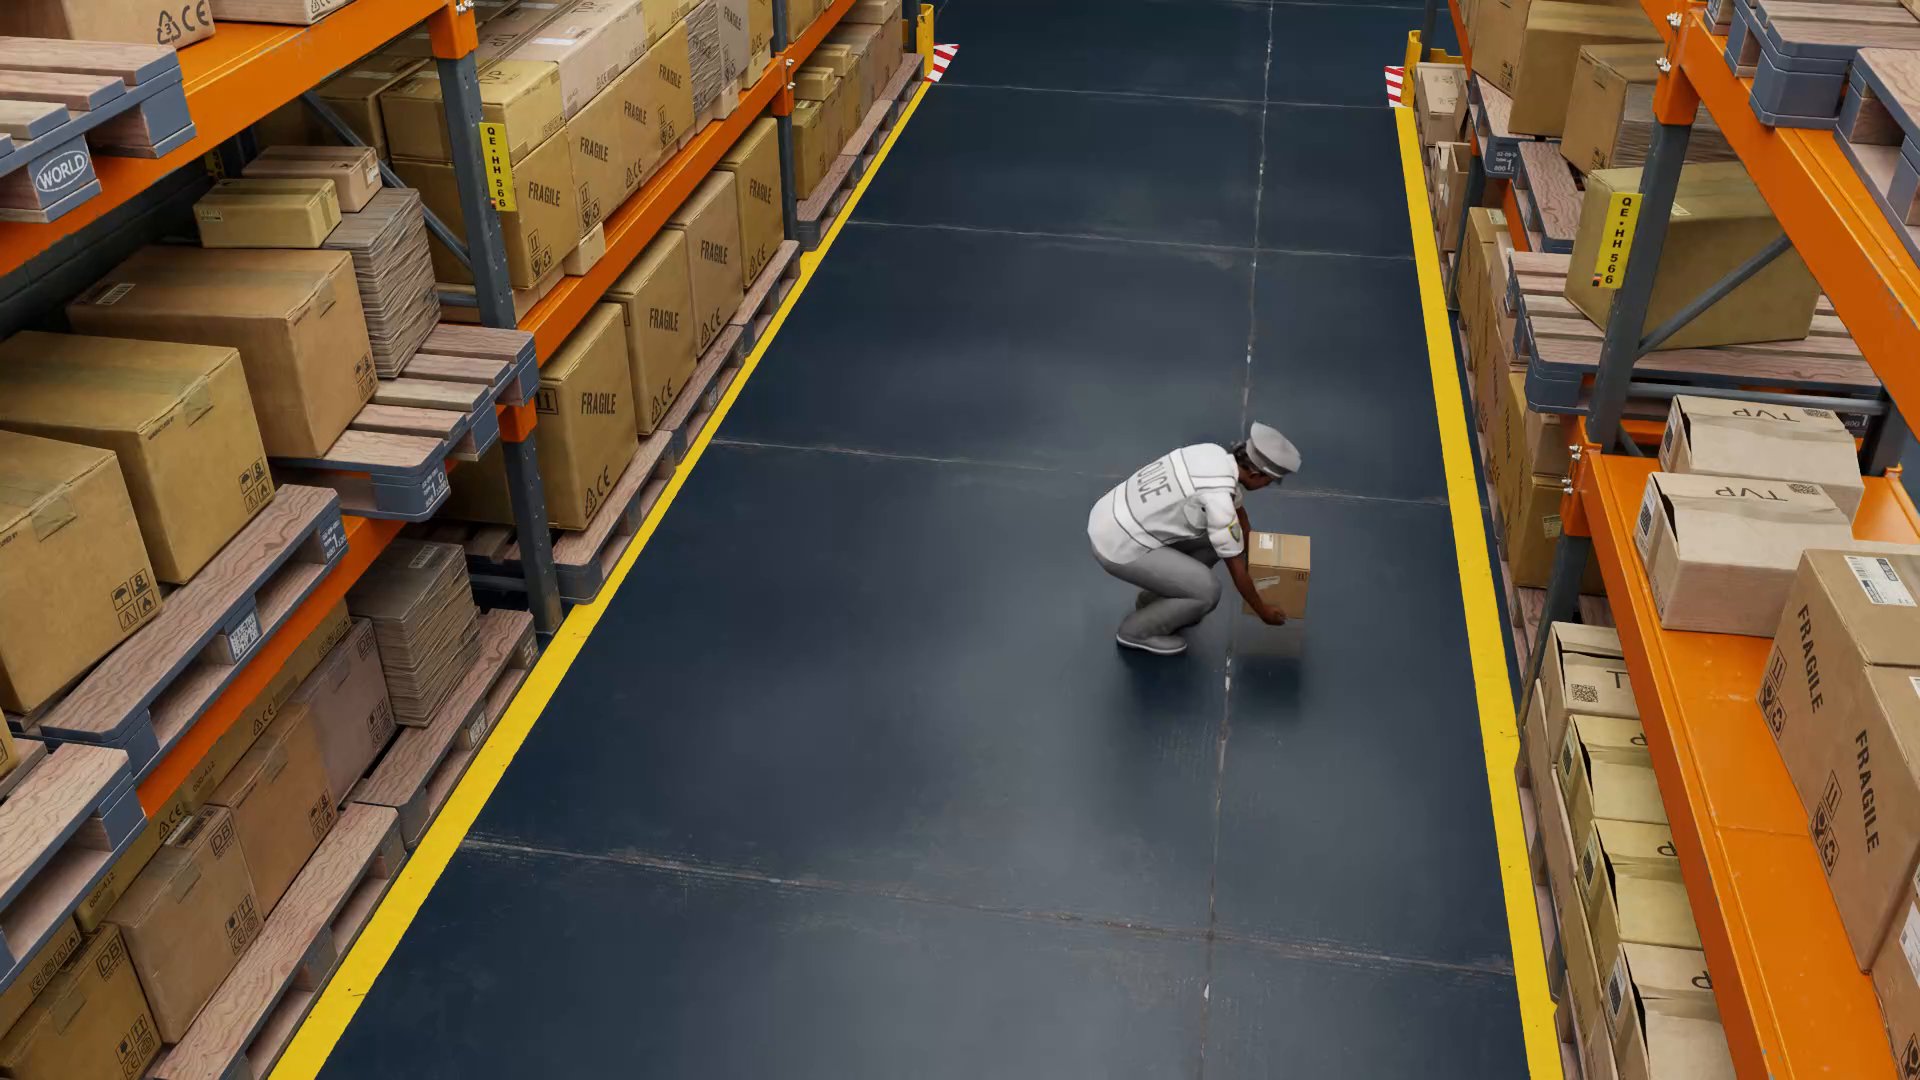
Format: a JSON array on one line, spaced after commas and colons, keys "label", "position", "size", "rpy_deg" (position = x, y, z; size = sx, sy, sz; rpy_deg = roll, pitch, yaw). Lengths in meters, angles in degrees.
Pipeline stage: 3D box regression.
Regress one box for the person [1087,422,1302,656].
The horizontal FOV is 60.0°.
[{"label": "person", "position": [0.948, -0.022, 6.825], "size": [0.836, 0.968, 0.484], "rpy_deg": [5, 33, 8]}]
